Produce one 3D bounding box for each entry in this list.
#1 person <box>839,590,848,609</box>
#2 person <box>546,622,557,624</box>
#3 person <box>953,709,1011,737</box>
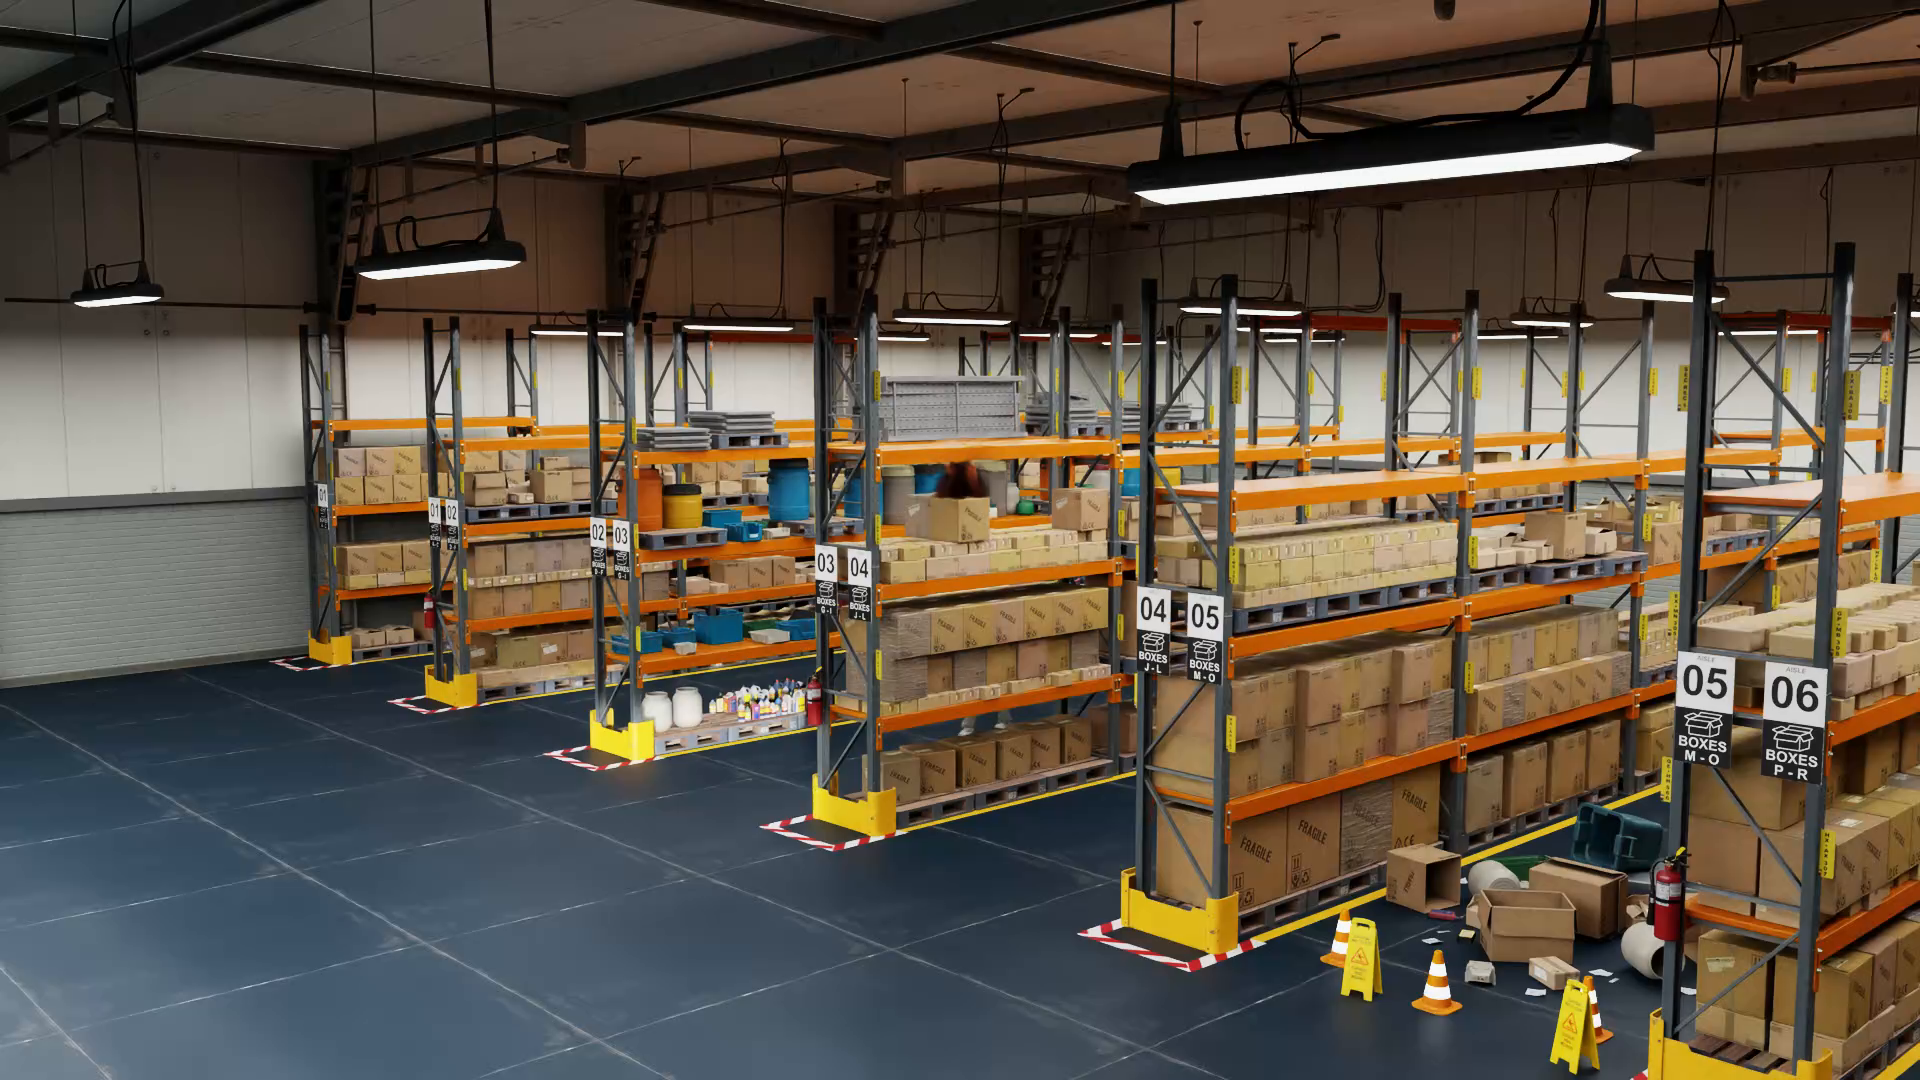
[{"bbox_3d":[-2.428,0.693,35.711,0.550,1.756,0.992,5,8,41],"label":"person"},{"bbox_3d":[-7.479,1.307,30.322,0.375,1.622,0.479,5,7,39],"label":"person"},{"bbox_3d":[0.348,1.967,23.721,1.034,1.610,0.599,-5,8,-43],"label":"person"}]
